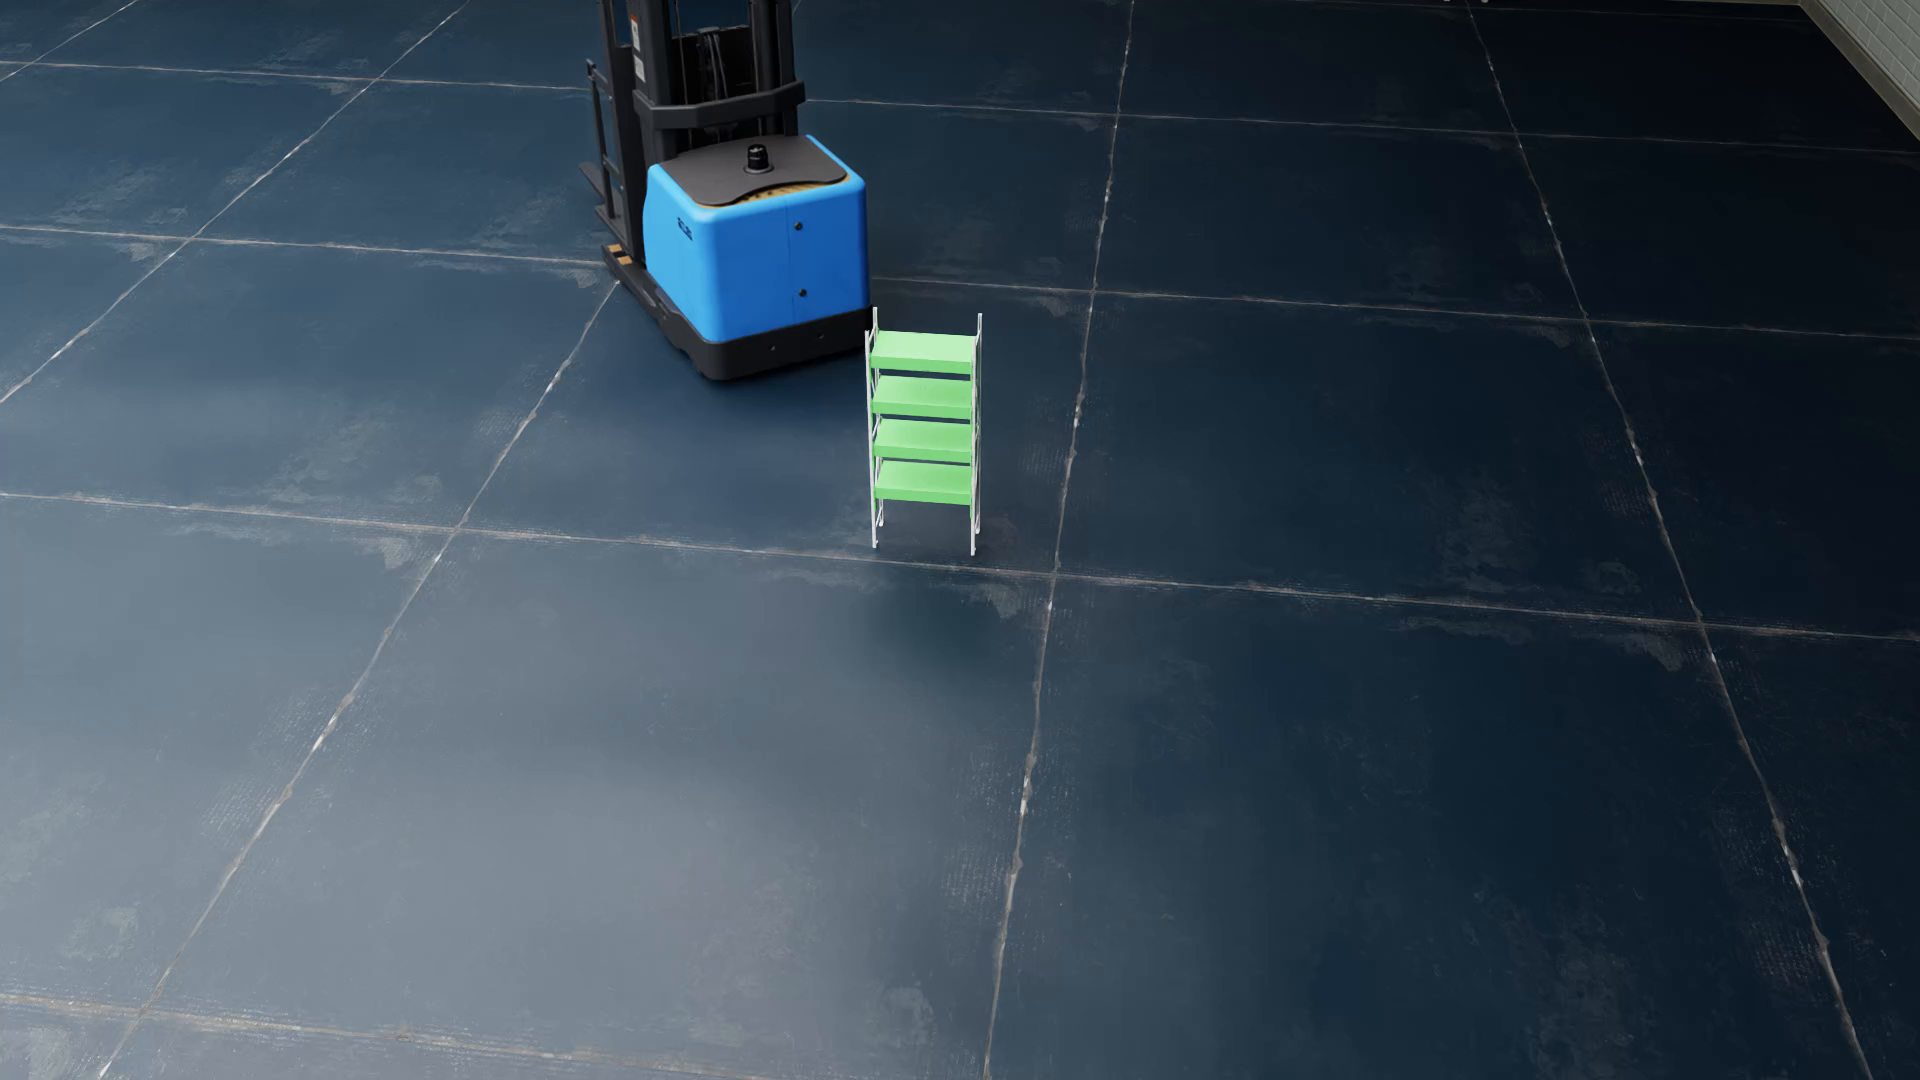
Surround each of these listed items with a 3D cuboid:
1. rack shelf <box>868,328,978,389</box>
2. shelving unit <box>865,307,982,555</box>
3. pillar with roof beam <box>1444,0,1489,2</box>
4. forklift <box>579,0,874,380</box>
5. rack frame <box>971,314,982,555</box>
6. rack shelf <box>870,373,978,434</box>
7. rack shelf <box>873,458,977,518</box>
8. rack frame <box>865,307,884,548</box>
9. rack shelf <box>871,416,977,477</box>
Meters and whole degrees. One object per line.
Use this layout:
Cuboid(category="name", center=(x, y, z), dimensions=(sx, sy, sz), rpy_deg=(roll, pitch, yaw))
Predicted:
Cuboid(category="rack shelf", center=(-0.164, -0.839, 7.677), dimensions=(0.480, 0.148, 0.258), rpy_deg=(4, 36, 6))
Cuboid(category="shelving unit", center=(-0.164, -0.501, 7.919), dimensions=(0.503, 1.200, 0.258), rpy_deg=(4, 36, 6))
Cuboid(category="pillar with roof beam", center=(4.068, -6.162, 9.137), dimensions=(0.400, 9.000, 9.100), rpy_deg=(4, 36, 6))
Cuboid(category="forklift", center=(-1.638, -2.933, 9.836), dimensions=(1.130, 2.935, 3.031), rpy_deg=(-17, 39, -22))
Cuboid(category="rack frame", center=(0.078, -0.483, 7.893), dimensions=(0.015, 1.200, 0.240), rpy_deg=(4, 36, 6))
Cuboid(category="rack shelf", center=(-0.164, -0.644, 7.816), dimensions=(0.480, 0.148, 0.258), rpy_deg=(4, 36, 6))
Cuboid(category="rack shelf", center=(-0.164, -0.253, 8.095), dimensions=(0.480, 0.148, 0.258), rpy_deg=(4, 36, 6))
Cuboid(category="rack frame", center=(-0.406, -0.519, 7.944), dimensions=(0.015, 1.200, 0.240), rpy_deg=(4, 36, 6))
Cuboid(category="rack shelf", center=(-0.164, -0.449, 7.956), dimensions=(0.480, 0.148, 0.258), rpy_deg=(4, 36, 6))
